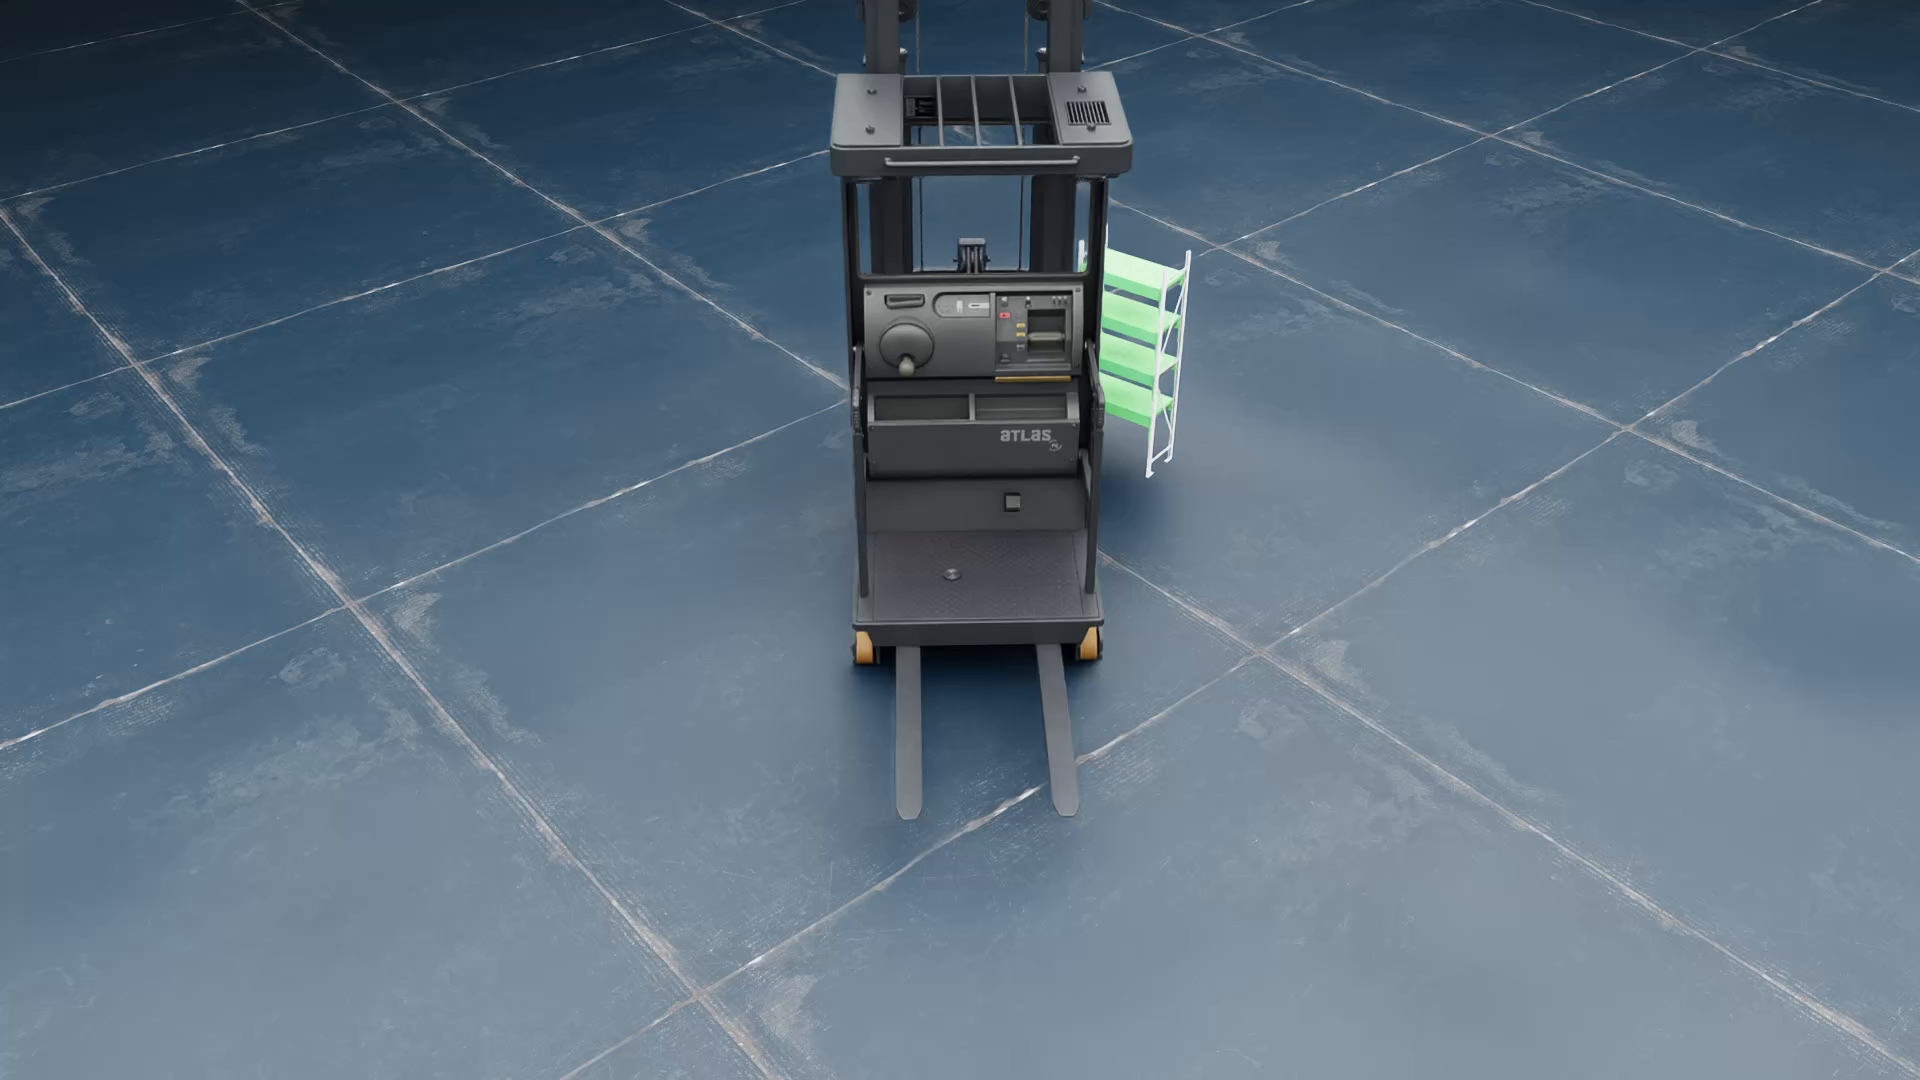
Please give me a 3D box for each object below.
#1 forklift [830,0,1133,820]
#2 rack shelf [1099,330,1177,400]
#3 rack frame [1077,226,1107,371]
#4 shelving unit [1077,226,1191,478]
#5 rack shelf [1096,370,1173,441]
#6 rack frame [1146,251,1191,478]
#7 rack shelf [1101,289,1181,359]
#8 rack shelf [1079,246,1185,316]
[{"bbox_3d":[0.066,-0.826,6.881,1.130,2.935,3.031,-1,35,-1],"label":"forklift"},{"bbox_3d":[0.860,-0.907,8.601,0.480,0.148,0.258,23,41,29],"label":"rack shelf"},{"bbox_3d":[0.665,-1.044,8.684,0.015,1.200,0.240,23,41,29],"label":"rack frame"},{"bbox_3d":[0.860,-0.960,8.564,0.503,1.200,0.258,23,41,29],"label":"shelving unit"},{"bbox_3d":[0.858,-0.710,8.738,0.480,0.148,0.258,23,41,29],"label":"rack shelf"},{"bbox_3d":[1.055,-0.875,8.445,0.015,1.200,0.240,23,41,29],"label":"rack frame"},{"bbox_3d":[0.861,-1.104,8.464,0.480,0.148,0.258,23,41,29],"label":"rack shelf"},{"bbox_3d":[0.863,-1.301,8.327,0.480,0.148,0.258,23,41,29],"label":"rack shelf"}]
